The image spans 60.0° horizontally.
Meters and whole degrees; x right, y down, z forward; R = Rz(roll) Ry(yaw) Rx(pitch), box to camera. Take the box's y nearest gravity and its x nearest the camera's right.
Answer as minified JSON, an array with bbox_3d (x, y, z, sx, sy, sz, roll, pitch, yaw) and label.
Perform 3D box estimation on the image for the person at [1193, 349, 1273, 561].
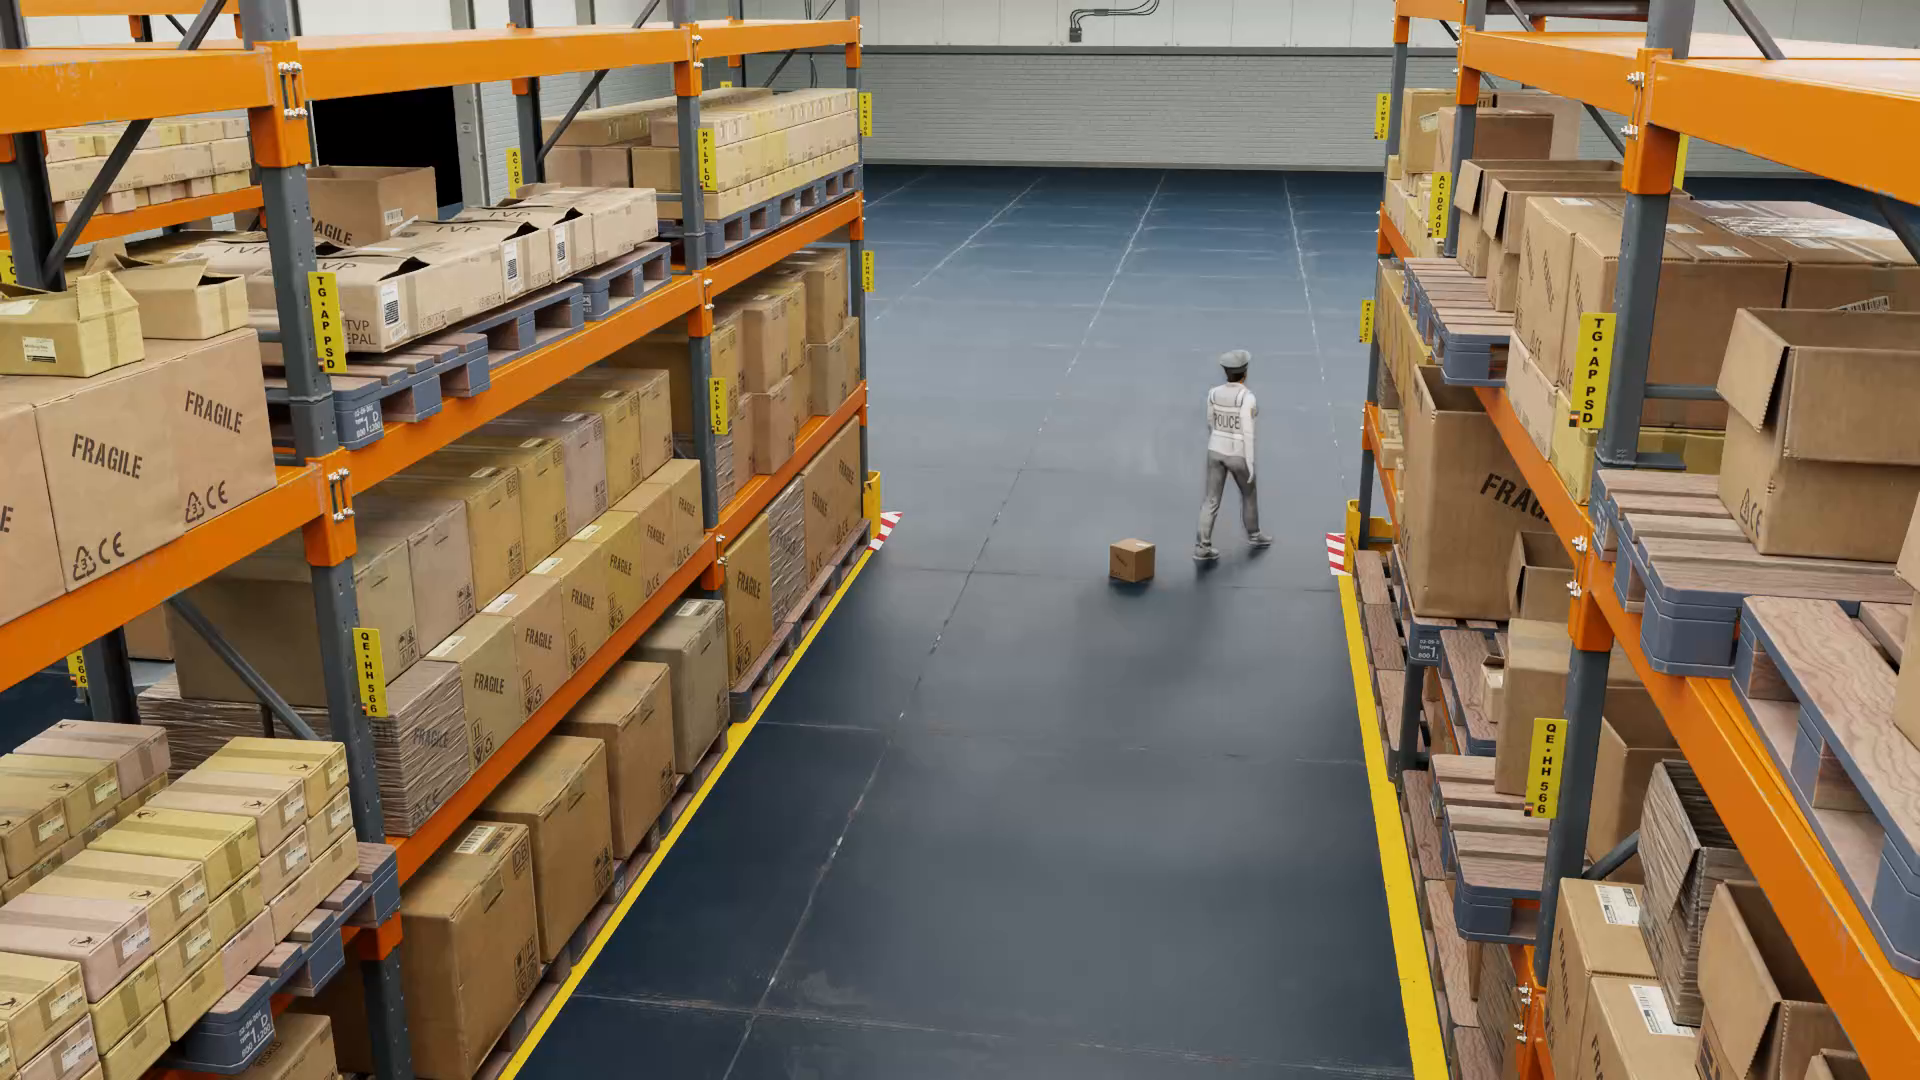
[{"bbox_3d":[2.174,-0.683,13.140,0.555,1.645,0.947,14,23,37],"label":"person"}]
